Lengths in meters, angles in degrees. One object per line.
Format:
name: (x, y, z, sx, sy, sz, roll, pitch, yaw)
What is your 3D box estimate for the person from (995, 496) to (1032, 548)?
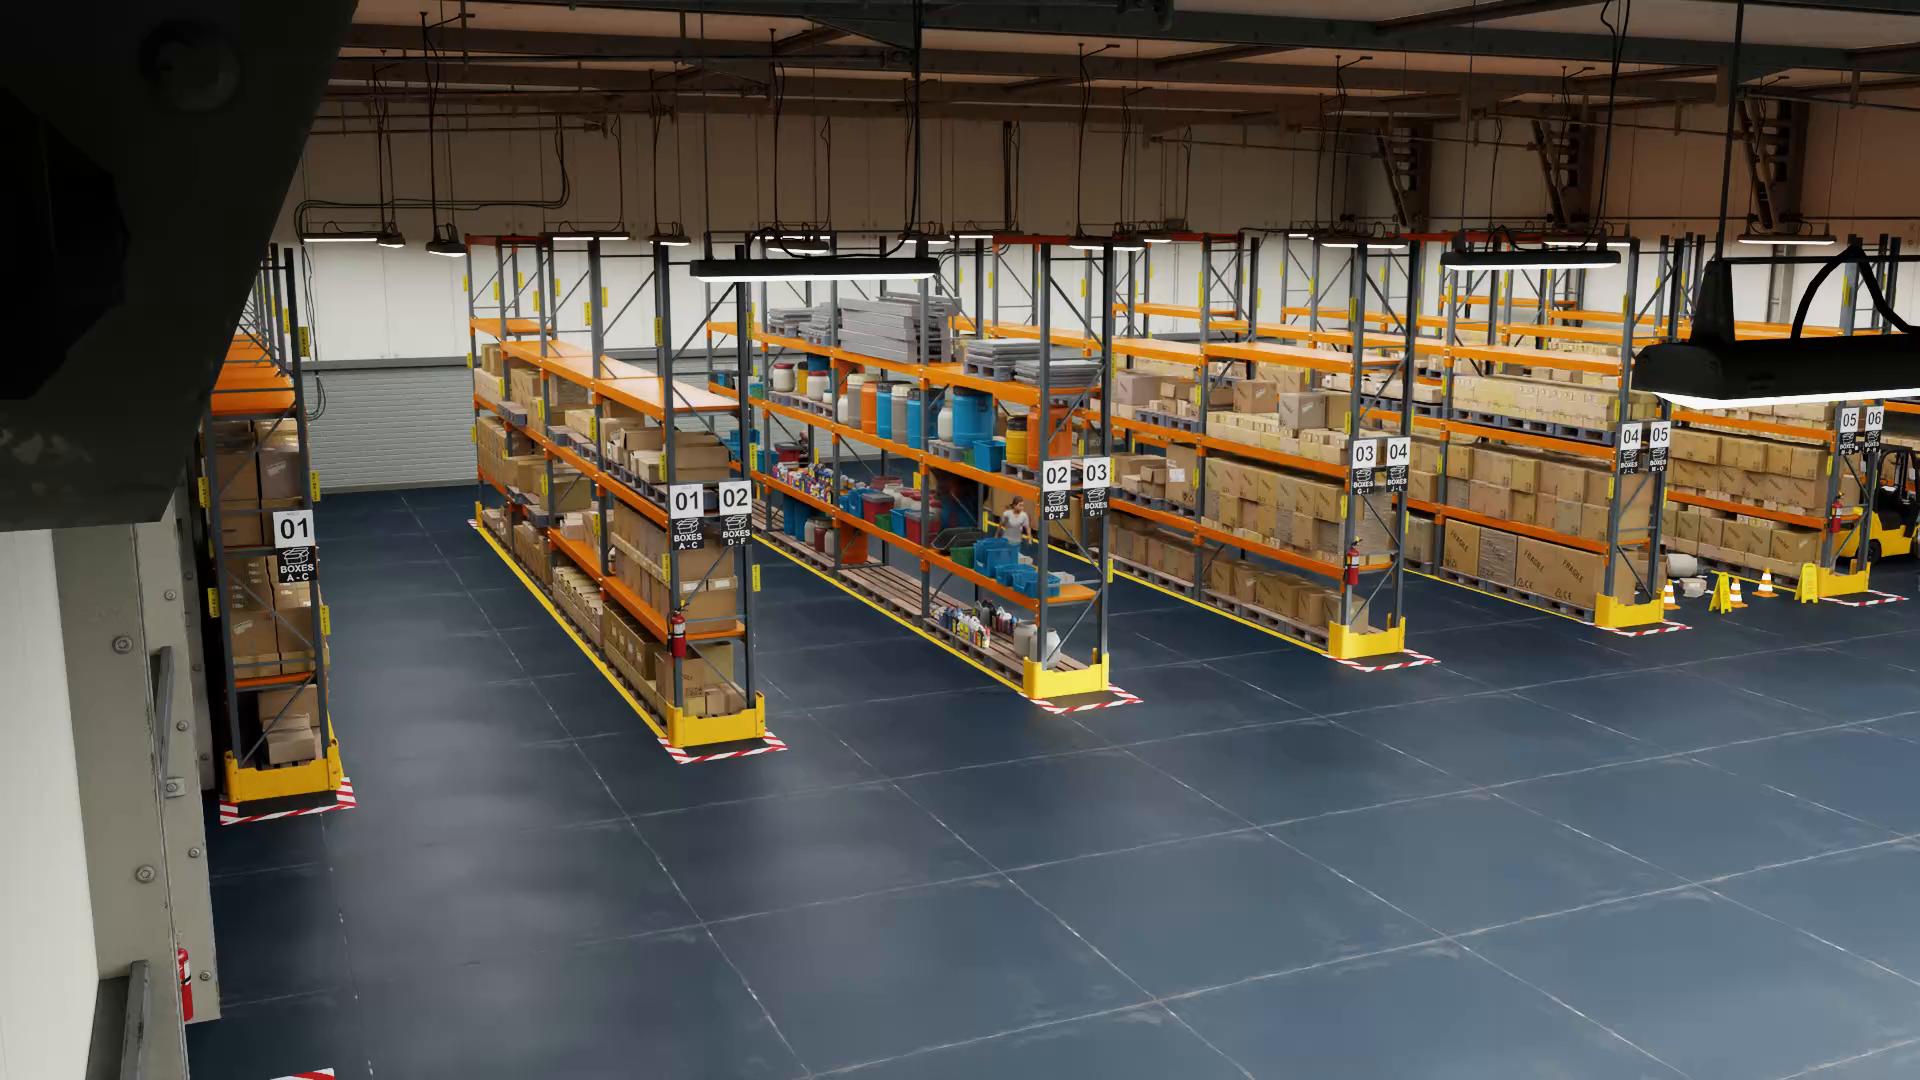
person: (0.922, 0.028, 28.690, 0.559, 1.609, 0.700, -4, 12, -18)

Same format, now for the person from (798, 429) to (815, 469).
person: (-3.437, -1.661, 37.304, 0.731, 1.671, 0.685, -8, 14, -37)
